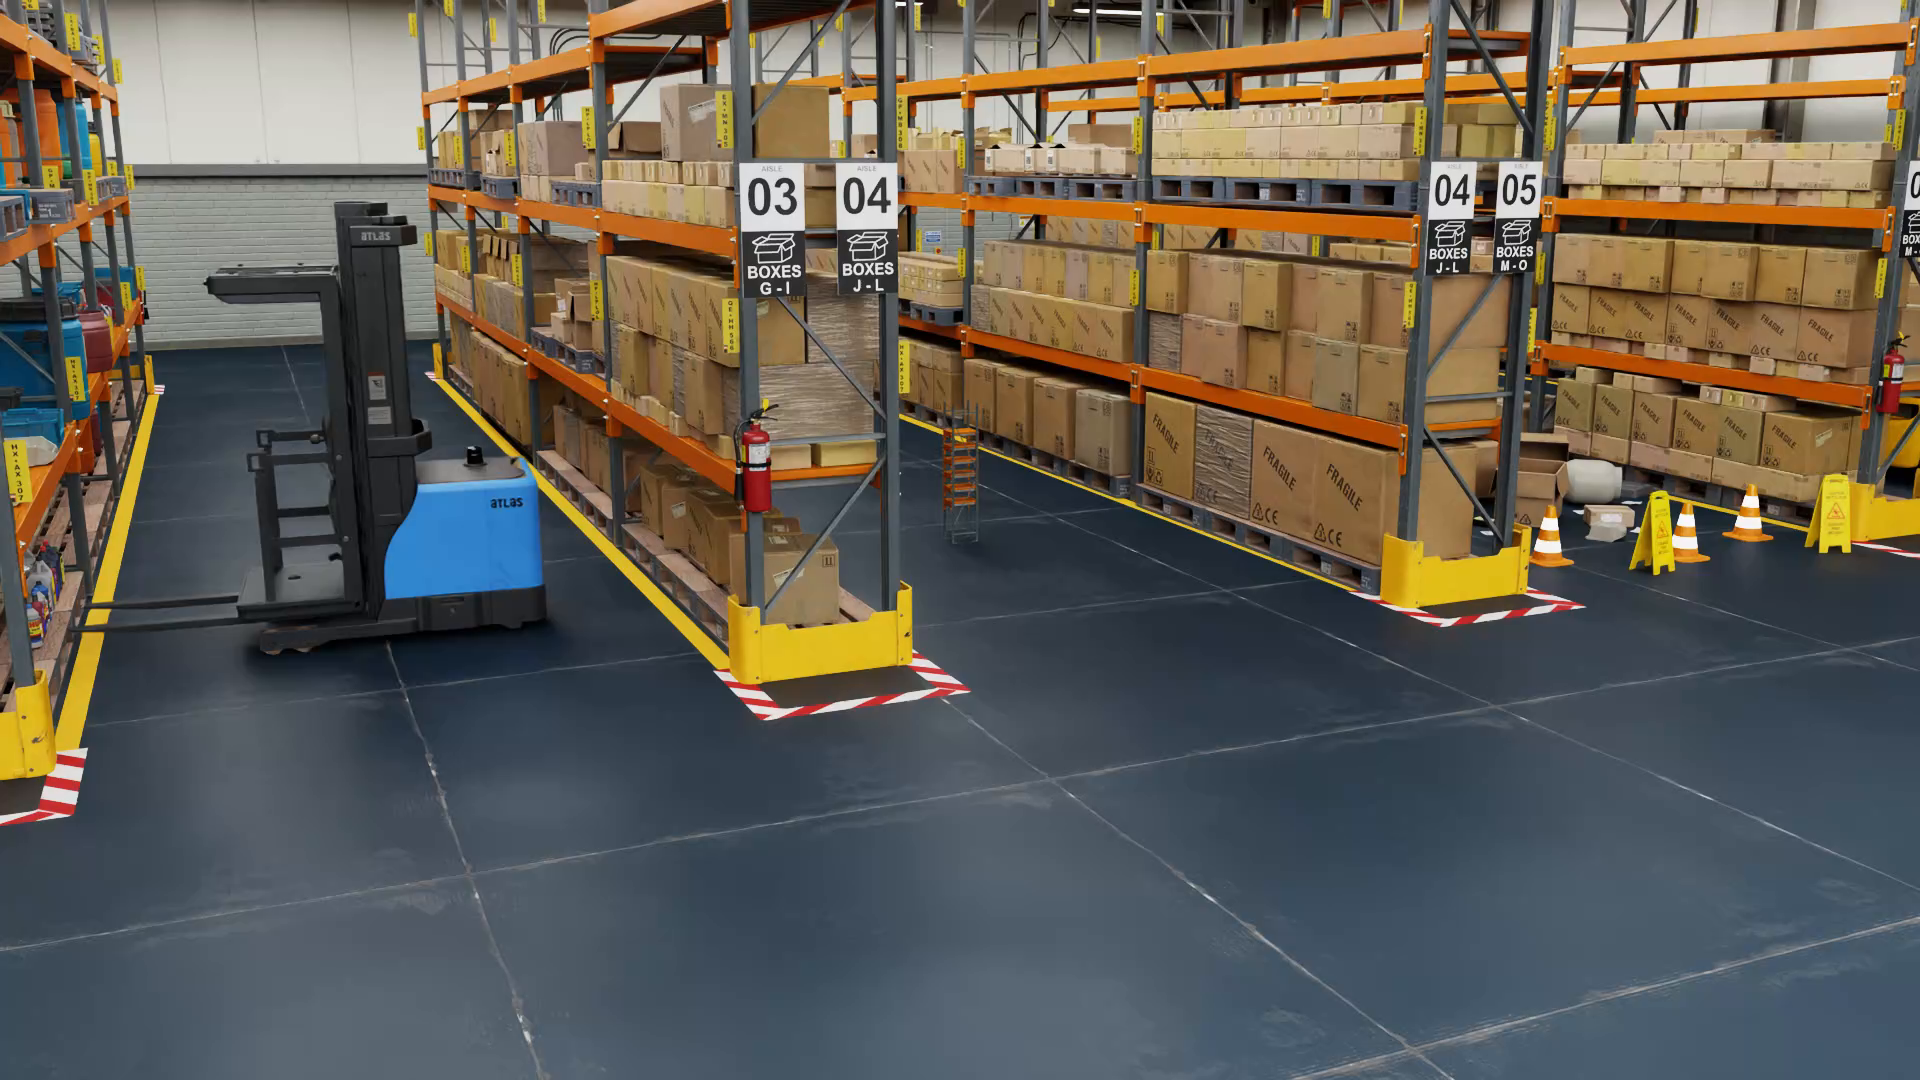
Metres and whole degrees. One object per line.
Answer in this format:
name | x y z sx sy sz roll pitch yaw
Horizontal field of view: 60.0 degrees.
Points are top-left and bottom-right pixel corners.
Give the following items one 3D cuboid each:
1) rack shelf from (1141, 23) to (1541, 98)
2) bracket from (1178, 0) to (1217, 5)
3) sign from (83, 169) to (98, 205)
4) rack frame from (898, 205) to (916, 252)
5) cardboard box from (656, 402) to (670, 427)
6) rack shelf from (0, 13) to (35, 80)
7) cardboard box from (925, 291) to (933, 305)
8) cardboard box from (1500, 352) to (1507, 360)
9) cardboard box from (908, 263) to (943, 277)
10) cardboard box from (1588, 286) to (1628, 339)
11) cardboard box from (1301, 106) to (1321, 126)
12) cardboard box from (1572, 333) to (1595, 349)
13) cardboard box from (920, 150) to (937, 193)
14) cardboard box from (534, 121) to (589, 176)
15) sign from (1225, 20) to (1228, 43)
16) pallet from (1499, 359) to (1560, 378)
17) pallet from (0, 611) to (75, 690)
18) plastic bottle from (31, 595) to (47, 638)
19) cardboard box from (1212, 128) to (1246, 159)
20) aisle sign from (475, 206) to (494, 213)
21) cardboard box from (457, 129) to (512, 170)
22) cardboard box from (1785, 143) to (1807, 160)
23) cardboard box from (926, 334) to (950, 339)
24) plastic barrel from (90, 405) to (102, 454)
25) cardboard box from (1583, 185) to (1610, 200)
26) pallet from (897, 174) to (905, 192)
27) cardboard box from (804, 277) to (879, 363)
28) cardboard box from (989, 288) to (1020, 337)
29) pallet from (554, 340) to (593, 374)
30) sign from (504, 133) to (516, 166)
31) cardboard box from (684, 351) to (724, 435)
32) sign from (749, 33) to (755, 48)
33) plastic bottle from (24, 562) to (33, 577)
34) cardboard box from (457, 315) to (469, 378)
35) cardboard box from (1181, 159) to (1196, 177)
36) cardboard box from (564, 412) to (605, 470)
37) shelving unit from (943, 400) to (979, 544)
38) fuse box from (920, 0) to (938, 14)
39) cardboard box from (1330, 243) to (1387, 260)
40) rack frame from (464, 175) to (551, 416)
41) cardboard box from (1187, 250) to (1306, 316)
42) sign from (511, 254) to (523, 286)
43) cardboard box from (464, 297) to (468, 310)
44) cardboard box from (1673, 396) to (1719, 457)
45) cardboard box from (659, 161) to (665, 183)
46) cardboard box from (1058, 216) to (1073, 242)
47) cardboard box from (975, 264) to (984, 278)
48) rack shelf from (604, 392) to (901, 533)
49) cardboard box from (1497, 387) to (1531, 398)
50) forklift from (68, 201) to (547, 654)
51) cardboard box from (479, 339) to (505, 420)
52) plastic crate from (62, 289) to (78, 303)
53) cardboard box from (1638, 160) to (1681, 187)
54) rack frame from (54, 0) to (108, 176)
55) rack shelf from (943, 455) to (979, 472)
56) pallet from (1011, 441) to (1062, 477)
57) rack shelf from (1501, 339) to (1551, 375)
rack shelf | 2.919 -3.838 13.480 1.077 0.370 4.000 -6 14 -23
bracket | 4.488 -11.216 34.892 0.076 0.066 5.218 -6 14 -23
sign | -8.106 -3.288 15.502 0.100 0.325 0.005 -6 14 -23
rack frame | -1.087 -3.527 22.957 1.000 3.000 0.127 -6 14 -23
cardboard box | -2.044 -0.944 12.355 0.380 0.149 0.250 -6 14 -23
rack shelf | -6.204 -2.964 9.701 1.077 0.370 4.000 -6 14 -23
cardboard box | -0.201 -2.895 19.850 0.380 0.149 0.250 -6 14 -23
cardboard box | 8.563 -2.990 25.250 0.500 0.500 0.500 -6 14 -25
cardboard box | -0.415 -3.294 20.254 0.380 0.149 0.250 -5 14 -21
cardboard box | 6.756 -2.318 16.852 0.500 0.500 0.500 -6 14 -23
cardboard box | 2.869 -3.277 12.861 0.380 0.149 0.250 -6 14 -23
cardboard box | 6.594 -2.078 17.254 0.380 0.149 0.250 -5 14 -21
cardboard box | -0.158 -4.408 19.888 0.500 0.500 0.500 -6 14 -23
cardboard box | -3.709 -3.698 15.714 0.500 0.500 0.500 -6 14 -25
sign | 3.901 -7.463 24.410 0.100 0.325 0.005 -6 14 -23
pallet | 8.808 -2.668 25.432 1.003 0.211 1.213 -6 14 -23
pallet | -6.282 0.754 10.645 1.003 0.211 1.213 -6 14 -23
plastic bottle | -5.918 0.485 10.672 0.061 0.283 0.133 -5 14 -22
cardboard box | 2.463 -3.326 13.956 0.500 0.250 0.500 -6 14 -24
aisle sign | -7.028 -5.235 24.570 0.394 0.787 0.004 -6 14 -23
cardboard box | -6.040 -5.020 21.378 0.700 0.500 0.500 -7 15 -26
cardboard box | 7.568 -3.451 14.766 0.380 0.149 0.250 -6 14 -23
cardboard box | -0.138 -2.533 21.610 0.500 0.250 0.500 -6 14 -25
plastic barrel | -9.272 -1.189 17.270 0.600 0.588 0.708 -6 14 -23
cardboard box | 6.565 -3.535 16.897 0.380 0.149 0.250 -6 14 -23
pallet | -0.519 -4.546 21.122 1.213 0.211 1.003 -6 14 -23
cardboard box | -0.835 -1.440 10.839 0.500 0.500 0.500 -6 14 -23
cardboard box | 0.654 -2.527 18.416 0.500 0.500 0.500 -6 14 -24
pallet | -3.239 -1.775 15.811 1.003 0.211 1.213 -6 14 -23
sign | -4.581 -3.977 16.926 0.100 0.325 0.005 -6 14 -23
cardboard box | -1.370 -1.023 11.256 0.875 0.500 0.500 -6 14 -23
sign | -3.186 -7.721 25.525 0.100 0.325 0.005 -6 14 -23
plastic bottle | -6.532 0.278 11.580 0.152 0.276 0.135 -6 14 -23
cardboard box | -6.580 -2.783 23.522 0.875 0.875 0.875 -6 14 -23
cardboard box | 2.156 -3.256 14.535 0.380 0.149 0.250 -6 14 -23
cardboard box | -3.549 -1.020 16.692 0.700 0.500 0.500 -7 15 -28
shelving unit | 0.006 -0.582 14.222 0.258 1.200 0.189 -6 14 -23
fuse box | -0.695 -10.437 32.414 0.513 0.334 0.176 -6 14 -23
cardboard box | 4.979 -3.453 20.824 0.500 0.500 0.500 -6 14 -25
rack frame | -5.672 -3.100 21.111 1.000 3.000 0.127 -6 14 -23
cardboard box | 2.561 -2.291 14.888 0.875 0.550 0.550 -6 14 -23
sign | -4.577 -2.787 17.190 0.100 0.325 0.005 -6 14 -23
cardboard box | -6.198 -3.064 21.514 0.380 0.149 0.250 -5 14 -22
cardboard box | 7.248 -1.100 15.976 0.500 0.500 0.500 -6 14 -24
cardboard box | -1.928 -2.619 11.827 0.380 0.149 0.250 -5 14 -22
cardboard box | 1.951 -5.126 27.427 0.500 0.500 0.500 -6 14 -24
cardboard box | 0.398 -3.241 20.027 0.380 0.149 0.250 -6 14 -24
rack shelf | -1.666 -0.683 12.266 1.077 0.370 4.000 -6 14 -23
cardboard box | 6.110 -1.523 19.194 0.950 0.372 0.625 -5 14 -19
forklift | -4.482 -0.800 11.324 3.031 2.935 1.130 -4 14 -19
cardboard box | -5.038 -1.954 19.943 1.225 0.875 0.875 -6 14 -25
plastic crate | -11.488 -3.074 21.237 0.416 0.233 0.300 -6 14 -23
cardboard box | 6.942 -3.549 16.074 0.500 0.250 0.500 -5 14 -22
rack frame | -10.210 -5.575 18.502 1.000 3.000 0.127 -6 14 -23
rack shelf | 0.006 -0.655 14.205 0.258 0.103 0.180 -6 14 -23
pallet | 1.247 -0.921 17.880 1.003 0.211 1.213 -6 14 -23
rack shelf | 5.812 -2.405 19.704 1.077 0.370 4.000 -6 14 -23
